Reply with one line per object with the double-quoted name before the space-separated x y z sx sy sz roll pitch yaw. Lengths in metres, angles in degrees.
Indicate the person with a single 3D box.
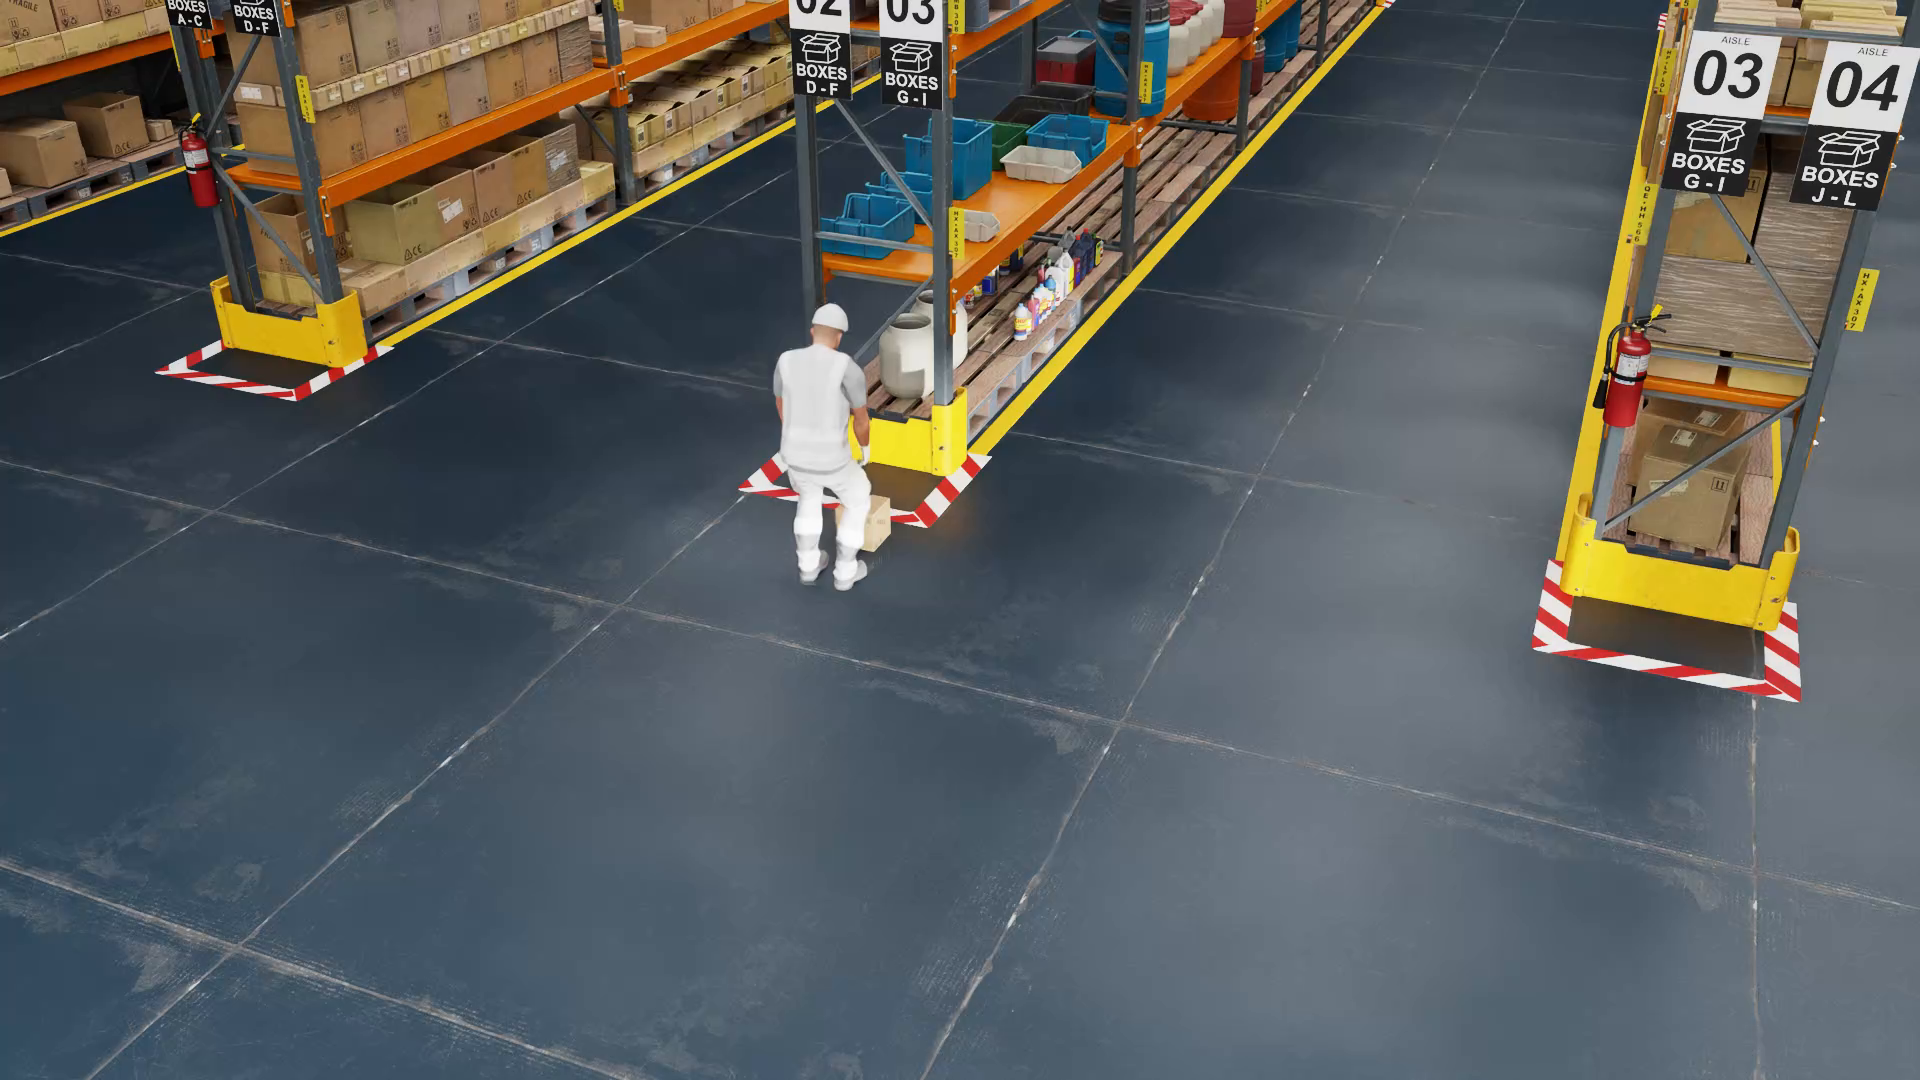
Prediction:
"person" -0.783 -0.520 9.469 0.568 1.627 0.602 12 31 20
